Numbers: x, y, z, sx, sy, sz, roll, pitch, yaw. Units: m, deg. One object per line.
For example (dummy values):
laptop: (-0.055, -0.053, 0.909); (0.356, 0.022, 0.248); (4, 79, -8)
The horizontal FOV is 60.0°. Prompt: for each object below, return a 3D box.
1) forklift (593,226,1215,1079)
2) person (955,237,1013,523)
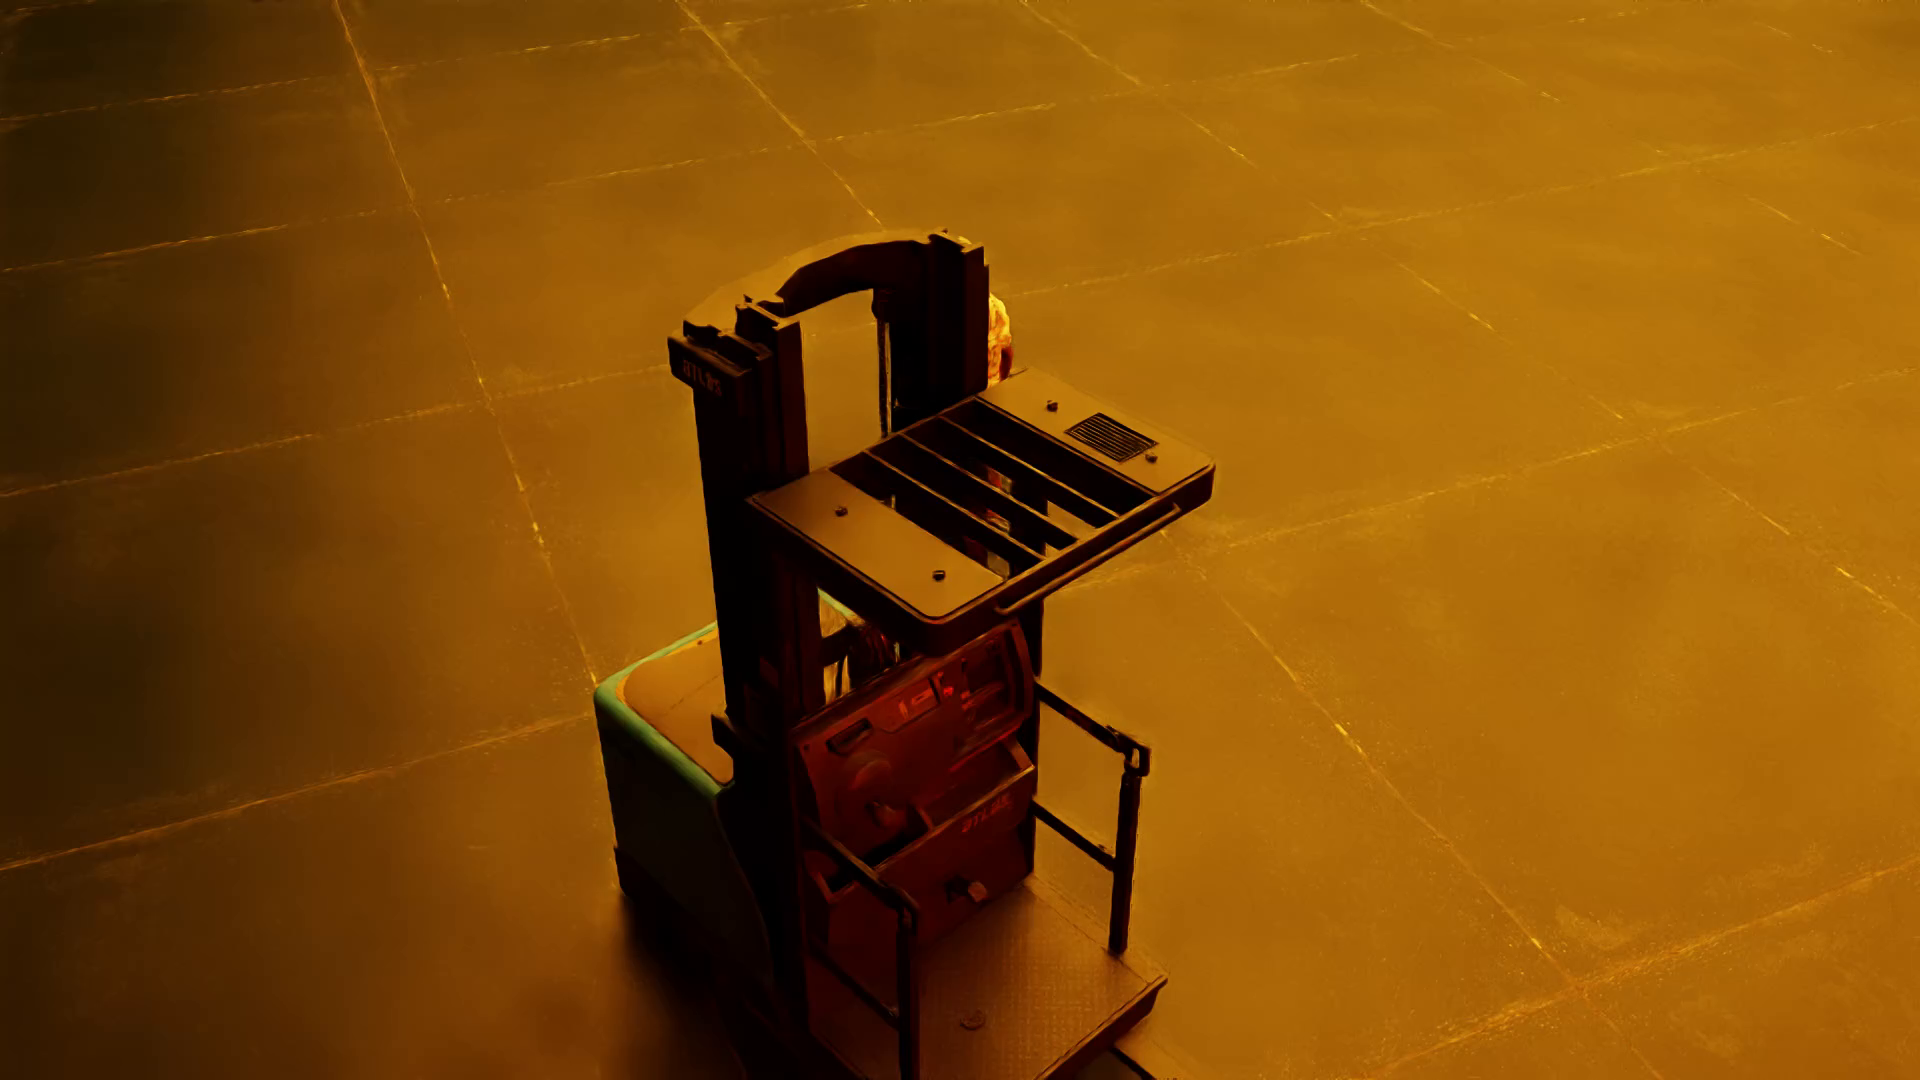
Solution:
forklift: (0.022, 0.640, 5.198); (1.130, 2.935, 3.031); (-28, 44, -34)
person: (-0.012, -0.742, 8.195); (0.570, 1.695, 0.527); (-14, 38, -19)
